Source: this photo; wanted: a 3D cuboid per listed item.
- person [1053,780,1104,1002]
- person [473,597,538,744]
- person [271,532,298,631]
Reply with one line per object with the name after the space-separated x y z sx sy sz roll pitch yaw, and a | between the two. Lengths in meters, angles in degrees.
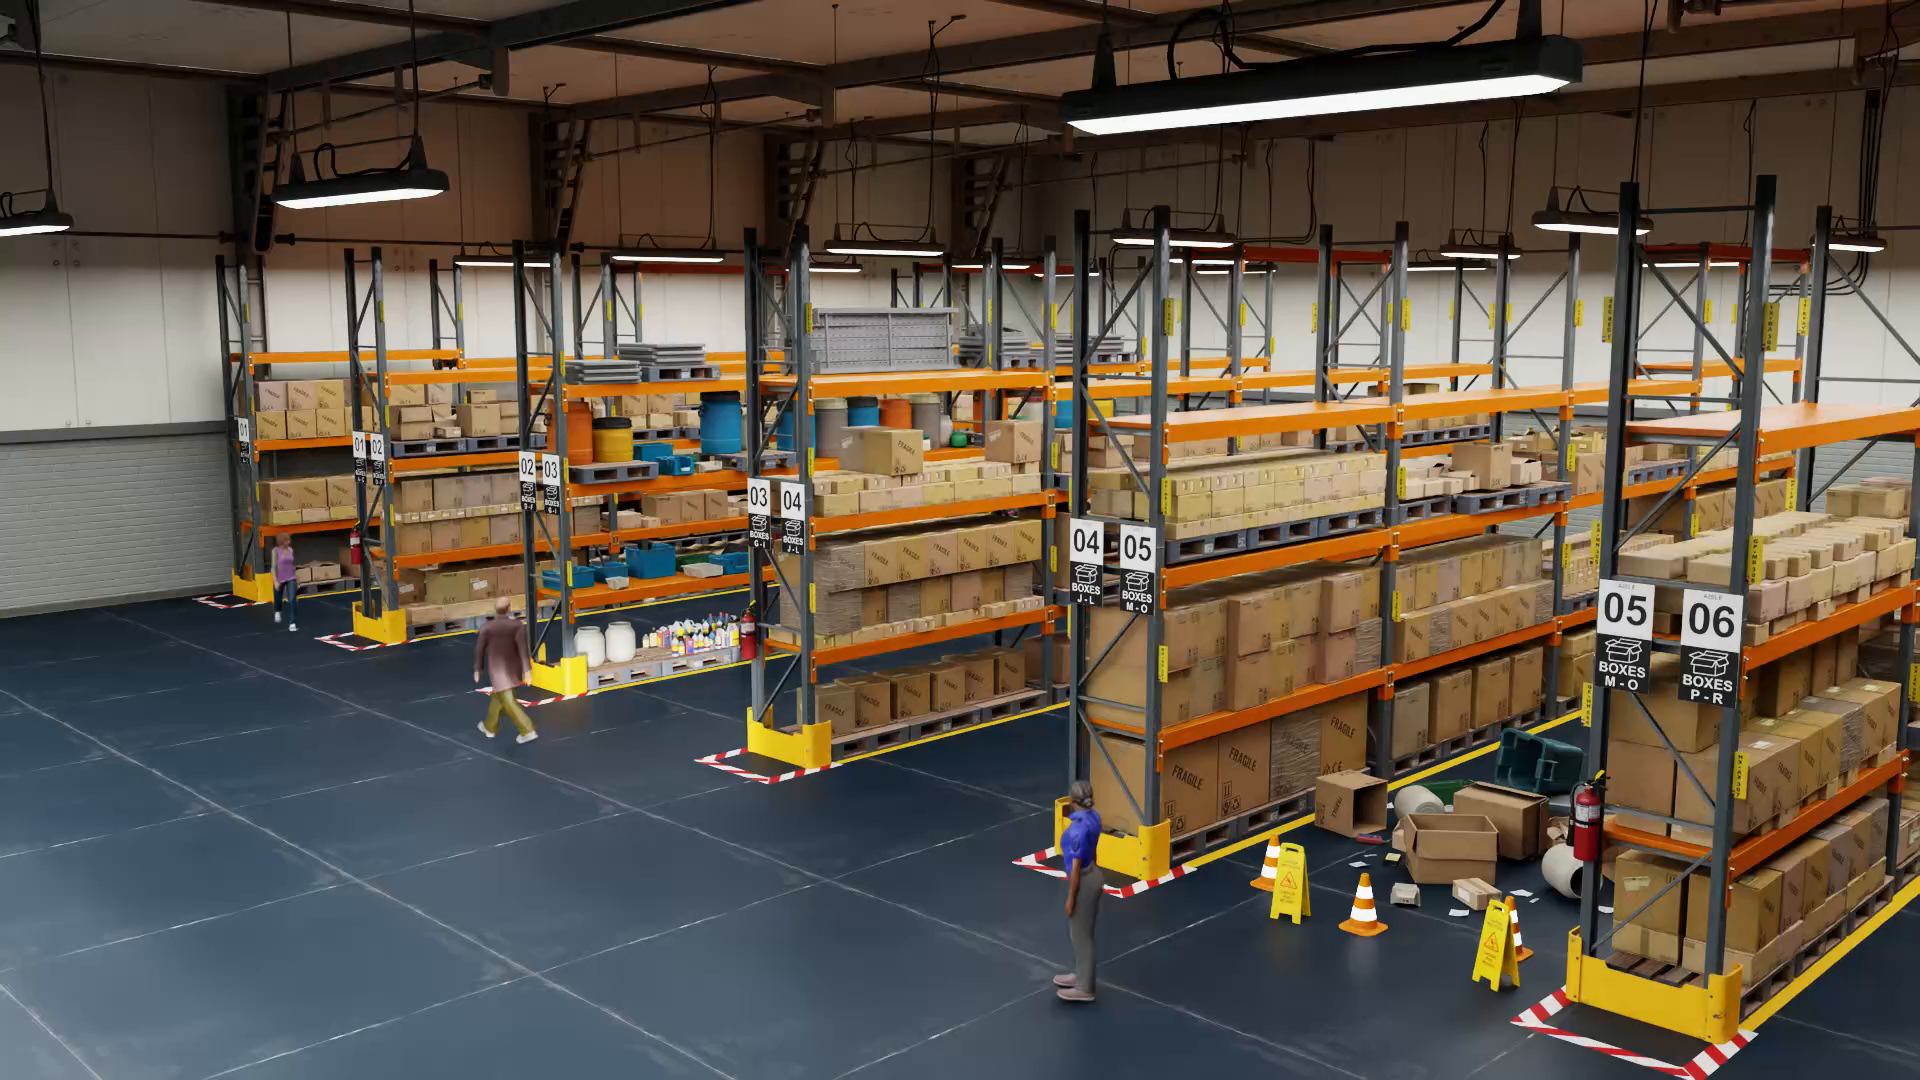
0.874 2.591 12.402 0.391 1.661 0.507 2 8 12 | person
-5.395 1.531 19.635 1.117 1.740 0.511 3 9 22 | person
-10.759 0.641 26.488 0.384 1.564 0.723 -4 9 -24 | person
